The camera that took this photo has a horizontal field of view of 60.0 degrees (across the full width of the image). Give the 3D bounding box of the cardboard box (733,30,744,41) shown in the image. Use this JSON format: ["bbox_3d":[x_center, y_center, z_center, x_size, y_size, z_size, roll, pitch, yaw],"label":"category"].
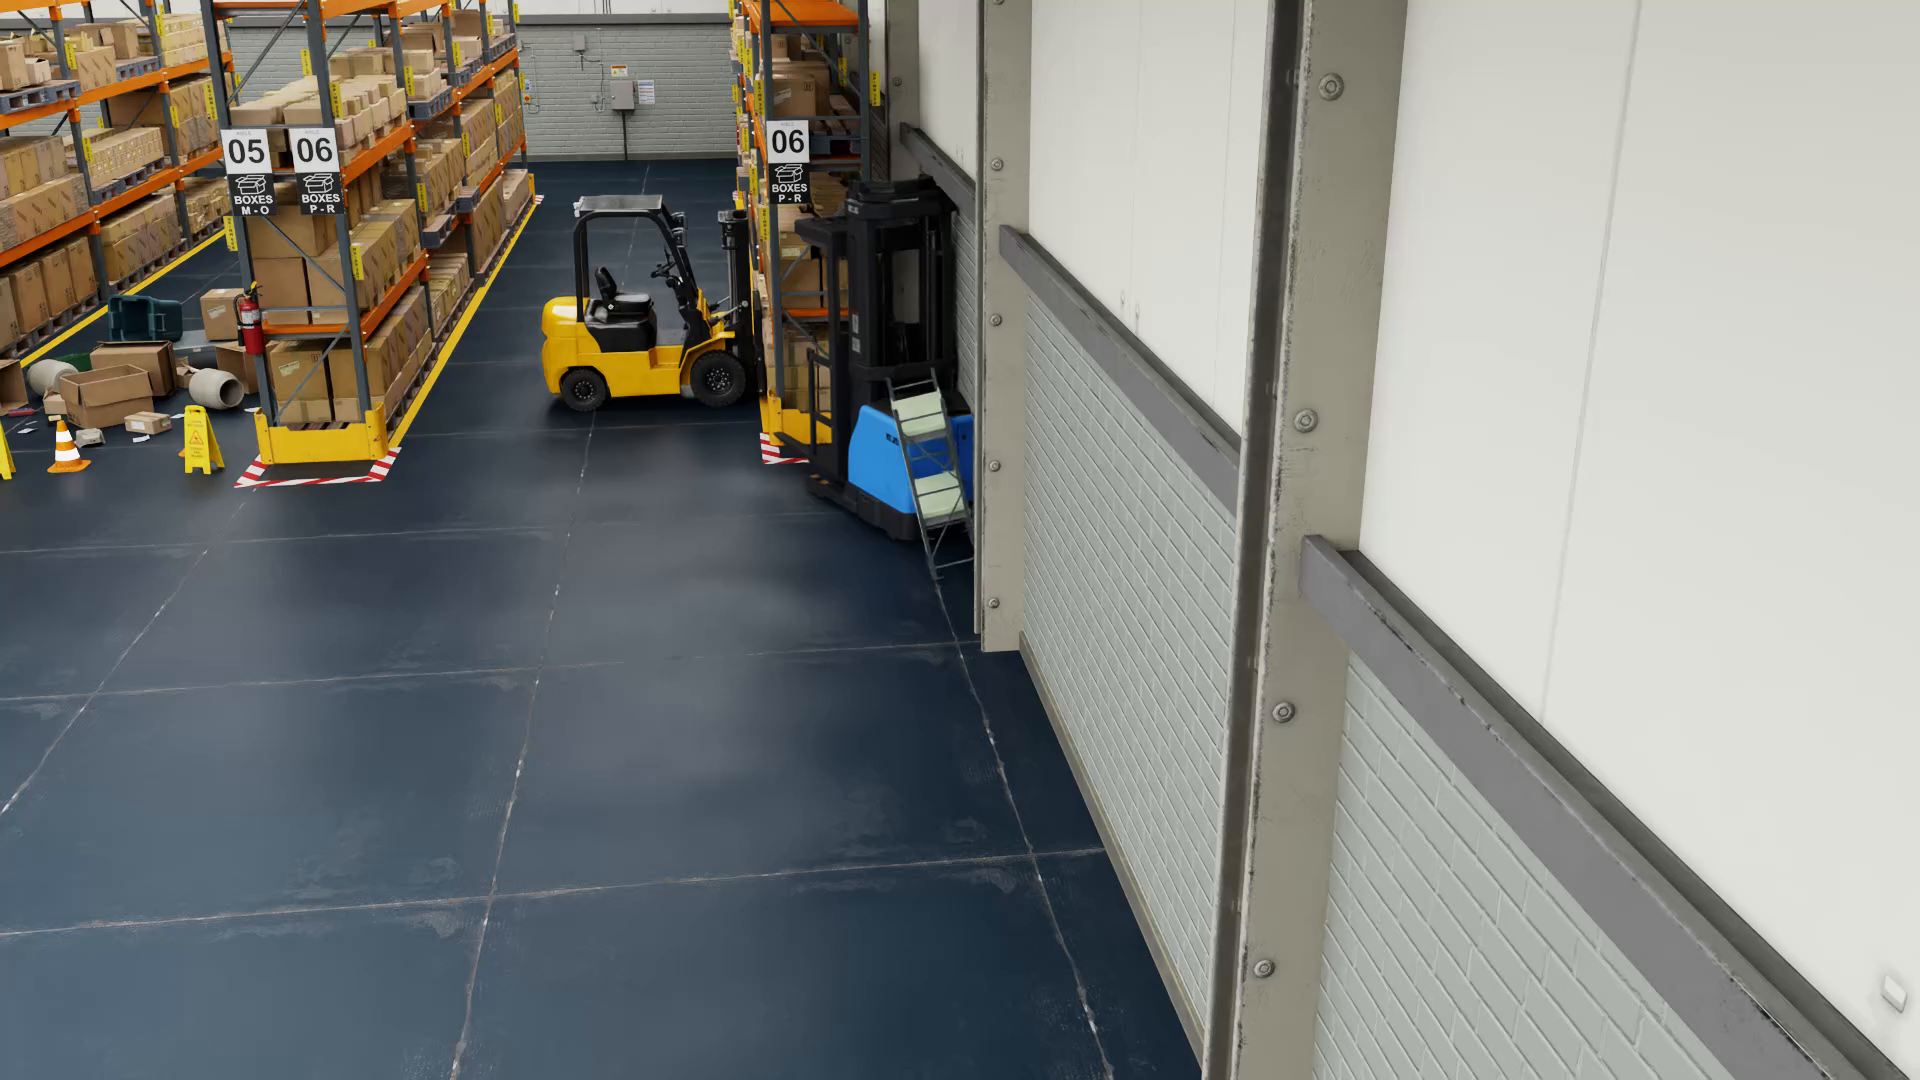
[{"bbox_3d":[-3.387,-7.978,26.266,0.380,0.149,0.250,-3,21,-9],"label":"cardboard box"}]

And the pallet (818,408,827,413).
[{"bbox_3d":[-1.521,-1.413,17.772,1.003,0.211,1.213,-3,21,-8],"label":"pallet"}]

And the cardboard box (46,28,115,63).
[{"bbox_3d":[-12.802,-7.184,24.203,0.797,0.503,0.637,-3,21,-8],"label":"cardboard box"}]

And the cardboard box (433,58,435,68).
[{"bbox_3d":[-7.308,-6.098,21.901,0.700,0.500,0.500,-3,21,-8],"label":"cardboard box"}]

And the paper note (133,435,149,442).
[{"bbox_3d":[-8.387,-1.041,17.034,0.148,0.019,0.142,-11,23,-26],"label":"paper note"}]

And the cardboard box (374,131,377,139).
[{"bbox_3d":[-6.422,-4.332,17.675,0.380,0.149,0.250,-2,21,-7],"label":"cardboard box"}]

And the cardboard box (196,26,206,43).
[{"bbox_3d":[-13.007,-8.528,28.049,0.500,0.250,0.500,-3,21,-7],"label":"cardboard box"}]

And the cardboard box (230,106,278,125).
[{"bbox_3d":[-6.622,-3.968,15.560,0.380,0.149,0.250,-3,21,-7],"label":"cardboard box"}]

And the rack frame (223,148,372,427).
[{"bbox_3d":[-6.281,-2.205,15.907,1.000,3.000,0.127,-3,21,-8],"label":"rack frame"}]

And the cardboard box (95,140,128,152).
[{"bbox_3d":[-12.416,-5.759,24.332,0.380,0.149,0.250,-3,21,-9],"label":"cardboard box"}]

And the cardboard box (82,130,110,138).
[{"bbox_3d":[-13.247,-6.177,25.450,0.380,0.149,0.250,-2,21,-6],"label":"cardboard box"}]

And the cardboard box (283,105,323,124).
[{"bbox_3d":[-6.131,-3.999,15.643,0.380,0.149,0.250,-3,21,-8],"label":"cardboard box"}]

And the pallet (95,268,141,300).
[{"bbox_3d":[-12.429,-3.654,23.773,1.003,0.211,1.213,-3,21,-8],"label":"pallet"}]

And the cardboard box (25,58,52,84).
[{"bbox_3d":[-11.870,-5.950,21.032,0.500,0.311,0.500,-3,21,-8],"label":"cardboard box"}]

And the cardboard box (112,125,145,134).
[{"bbox_3d":[-13.244,-6.414,26.609,0.500,0.500,0.500,-3,21,-8],"label":"cardboard box"}]

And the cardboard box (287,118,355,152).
[{"bbox_3d":[-6.090,-3.867,15.858,0.500,0.250,0.500,-3,21,-9],"label":"cardboard box"}]

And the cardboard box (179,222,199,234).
[{"bbox_3d":[-12.629,-5.079,27.075,0.380,0.149,0.250,-4,21,-10],"label":"cardboard box"}]

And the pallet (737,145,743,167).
[{"bbox_3d":[-3.092,-6.239,26.983,1.003,0.211,1.213,-3,21,-8],"label":"pallet"}]

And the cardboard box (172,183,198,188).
[{"bbox_3d":[-13.546,-6.137,29.058,0.380,0.149,0.250,-4,21,-10],"label":"cardboard box"}]

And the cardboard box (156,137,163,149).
[{"bbox_3d":[-12.642,-6.166,25.845,0.380,0.149,0.250,-2,21,-6],"label":"cardboard box"}]

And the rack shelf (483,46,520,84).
[{"bbox_3d":[-8.299,-8.120,28.486,1.077,0.370,4.000,-3,21,-8],"label":"rack shelf"}]

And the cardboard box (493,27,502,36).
[{"bbox_3d":[-8.294,-8.983,29.384,0.380,0.149,0.250,-5,21,-12],"label":"cardboard box"}]

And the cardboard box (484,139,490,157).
[{"bbox_3d":[-7.547,-6.032,25.652,0.500,0.250,0.500,-2,21,-6],"label":"cardboard box"}]

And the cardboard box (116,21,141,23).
[{"bbox_3d":[-13.369,-8.286,26.831,0.380,0.149,0.250,-4,21,-10],"label":"cardboard box"}]

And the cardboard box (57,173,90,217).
[{"bbox_3d":[-11.987,-4.595,22.162,0.500,0.500,0.500,-3,21,-8],"label":"cardboard box"}]

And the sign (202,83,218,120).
[{"bbox_3d":[-6.833,-4.004,15.171,0.100,0.325,0.005,-3,21,-8],"label":"sign"}]

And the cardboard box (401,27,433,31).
[{"bbox_3d":[-7.975,-7.219,24.302,0.500,0.500,0.500,-3,21,-7],"label":"cardboard box"}]

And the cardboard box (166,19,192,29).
[{"bbox_3d":[-12.890,-8.491,27.381,0.380,0.149,0.250,-4,21,-9],"label":"cardboard box"}]

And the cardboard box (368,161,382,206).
[{"bbox_3d":[-7.009,-4.081,18.933,0.700,0.500,0.500,-3,21,-8],"label":"cardboard box"}]

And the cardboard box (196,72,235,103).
[{"bbox_3d":[-13.159,-7.969,29.342,0.500,0.500,0.500,-3,21,-9],"label":"cardboard box"}]

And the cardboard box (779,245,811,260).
[{"bbox_3d":[-1.697,-2.913,16.733,0.380,0.149,0.250,-3,21,-7],"label":"cardboard box"}]

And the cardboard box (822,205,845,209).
[{"bbox_3d":[-1.287,-3.529,17.957,0.380,0.149,0.250,-3,21,-9],"label":"cardboard box"}]

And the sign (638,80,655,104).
[{"bbox_3d":[-6.865,-9.803,36.387,0.329,0.494,0.001,-3,21,-8],"label":"sign"}]

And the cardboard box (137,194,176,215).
[{"bbox_3d":[-12.537,-5.207,25.845,0.500,0.250,0.500,-3,21,-9],"label":"cardboard box"}]

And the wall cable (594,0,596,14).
[{"bbox_3d":[-8.942,-12.547,35.023,2.355,3.000,0.029,-3,21,-8],"label":"wall cable"}]

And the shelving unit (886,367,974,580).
[{"bbox_3d":[-0.210,-0.536,13.404,0.431,1.500,0.755,-13,26,-1],"label":"shelving unit"}]

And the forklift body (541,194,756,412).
[{"bbox_3d":[-3.448,-2.624,18.241,2.313,2.155,1.214,-3,21,-8],"label":"forklift body"}]

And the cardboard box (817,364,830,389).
[{"bbox_3d":[-1.232,-1.773,17.365,0.500,0.250,0.500,-3,21,-7],"label":"cardboard box"}]

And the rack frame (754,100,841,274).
[{"bbox_3d":[-1.946,-3.842,20.289,1.000,3.000,0.127,-3,21,-8],"label":"rack frame"}]

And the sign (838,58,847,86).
[{"bbox_3d":[-1.397,-5.555,19.736,0.100,0.325,0.005,-3,21,-8],"label":"sign"}]

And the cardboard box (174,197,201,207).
[{"bbox_3d":[-12.866,-5.617,27.667,0.380,0.149,0.250,-3,21,-9],"label":"cardboard box"}]

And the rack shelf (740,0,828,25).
[{"bbox_3d":[-2.235,-6.820,21.289,1.077,0.370,4.000,-3,21,-8],"label":"rack shelf"}]

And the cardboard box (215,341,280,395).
[{"bbox_3d":[-8.050,-1.980,18.875,0.500,0.500,0.500,12,24,29],"label":"cardboard box"}]

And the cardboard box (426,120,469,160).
[{"bbox_3d":[-7.263,-5.673,23.621,0.500,0.500,0.500,-4,21,-10],"label":"cardboard box"}]

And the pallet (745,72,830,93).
[{"bbox_3d":[-2.337,-6.313,22.888,1.213,0.211,1.003,-2,21,-5],"label":"pallet"}]

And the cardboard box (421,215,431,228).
[{"bbox_3d":[-6.625,-3.876,20.140,0.380,0.149,0.250,-3,21,-7],"label":"cardboard box"}]

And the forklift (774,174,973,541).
[{"bbox_3d":[-0.788,-1.834,15.012,1.130,2.935,3.031,-12,24,-29],"label":"forklift"}]

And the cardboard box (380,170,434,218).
[{"bbox_3d":[-6.641,-4.150,19.945,0.500,0.500,0.500,-2,21,-6],"label":"cardboard box"}]

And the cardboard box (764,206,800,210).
[{"bbox_3d":[-1.913,-3.497,17.871,0.380,0.149,0.250,-3,21,-7],"label":"cardboard box"}]

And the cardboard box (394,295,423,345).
[{"bbox_3d":[-6.432,-2.482,18.908,0.500,0.500,0.500,-3,21,-7],"label":"cardboard box"}]

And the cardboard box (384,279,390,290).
[{"bbox_3d":[-6.302,-2.757,17.745,0.380,0.149,0.250,-3,21,-9],"label":"cardboard box"}]

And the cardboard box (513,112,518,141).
[{"bbox_3d":[-8.115,-7.286,29.367,0.500,0.500,0.500,-2,21,-6],"label":"cardboard box"}]
